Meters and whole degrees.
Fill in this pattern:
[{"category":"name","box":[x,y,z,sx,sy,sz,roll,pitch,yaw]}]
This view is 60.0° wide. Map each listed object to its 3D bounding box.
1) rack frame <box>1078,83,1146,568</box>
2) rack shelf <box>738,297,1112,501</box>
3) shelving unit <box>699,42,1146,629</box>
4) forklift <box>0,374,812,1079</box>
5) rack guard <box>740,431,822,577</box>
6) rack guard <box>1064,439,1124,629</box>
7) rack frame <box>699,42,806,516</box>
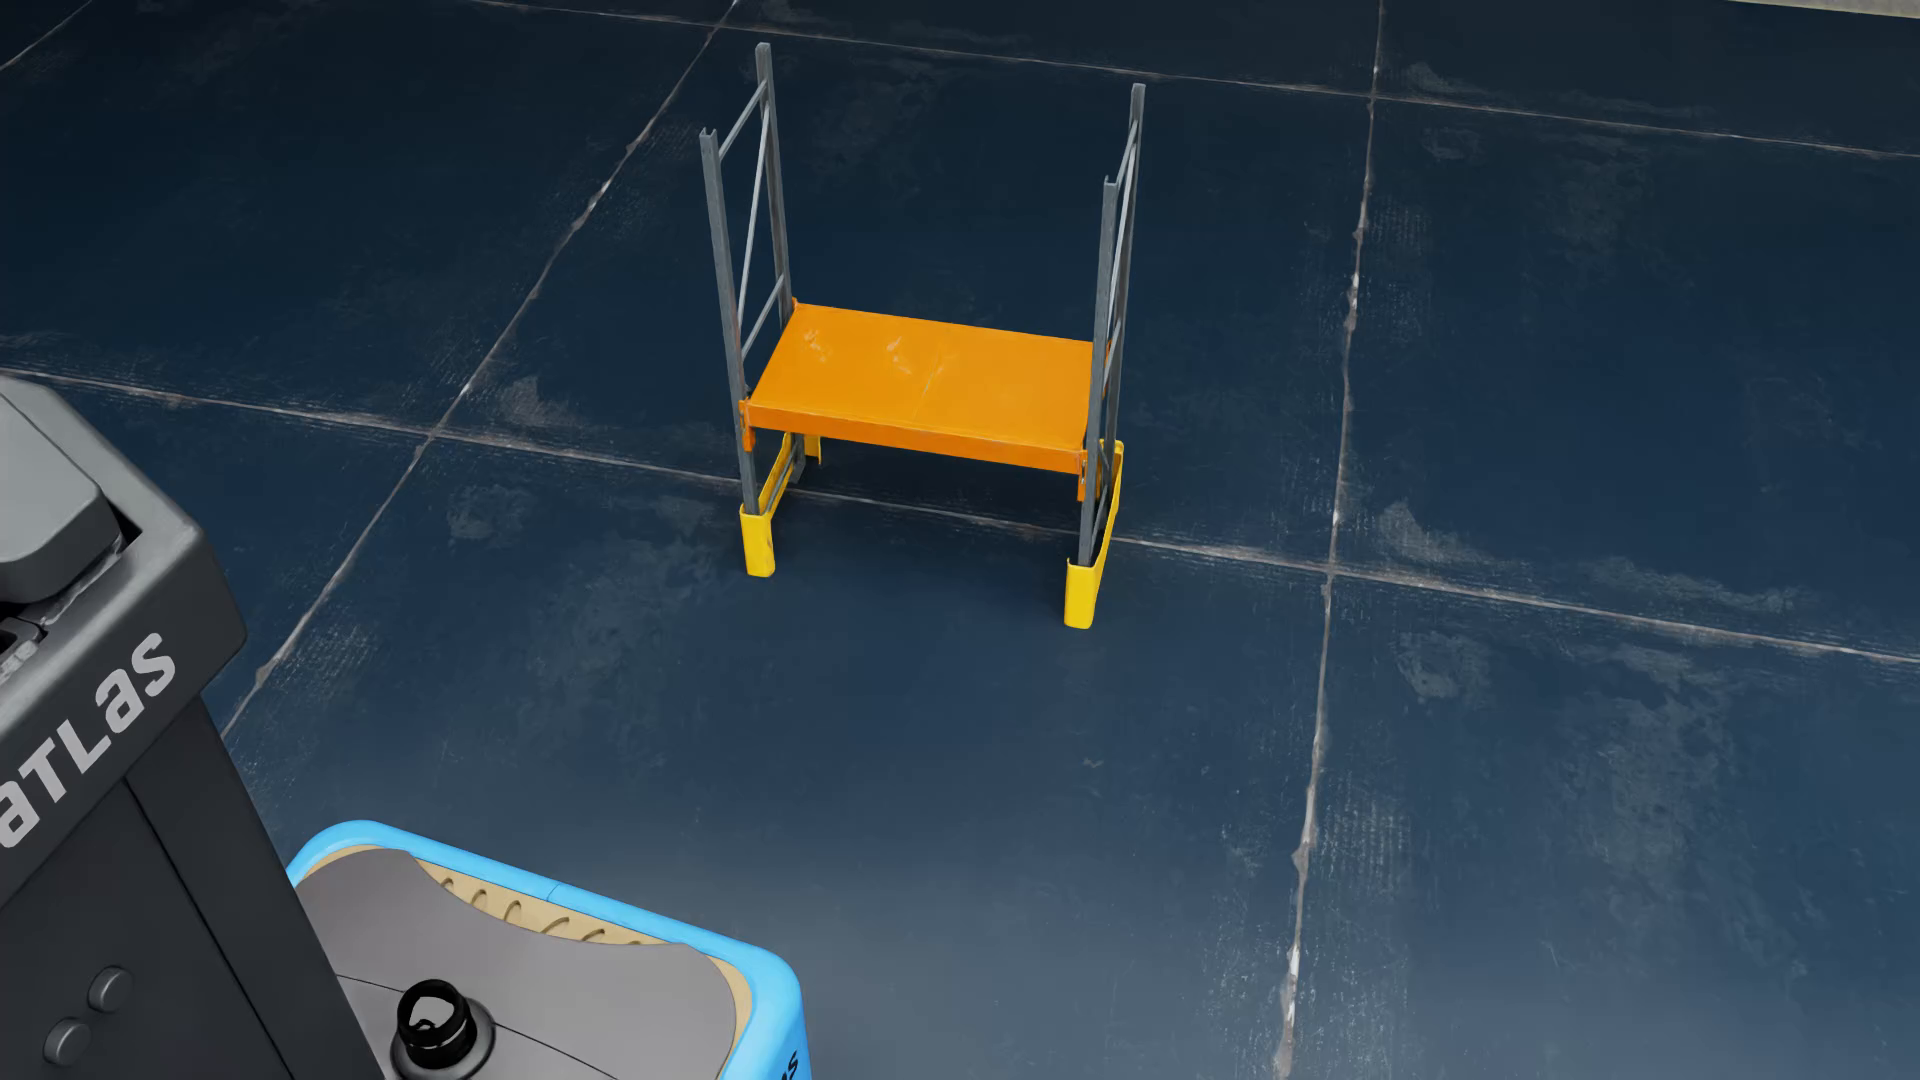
[{"category":"rack frame","box":[0.413,-0.476,4.663,0.032,1.500,0.500,9,45,9]},{"category":"rack shelf","box":[-0.083,-0.424,4.868,1.000,0.185,0.538,9,45,9]},{"category":"shelving unit","box":[-0.074,-0.552,4.742,1.083,1.500,0.587,9,45,9]},{"category":"forklift","box":[-1.248,1.308,1.777,1.130,2.935,3.031,14,46,14]},{"category":"rack guard","box":[-0.560,-0.177,5.254,0.087,0.250,0.587,9,45,9]},{"category":"rack guard","box":[0.412,-0.026,5.097,0.087,0.250,0.587,9,45,9]},{"category":"rack frame","box":[-0.579,-0.630,4.823,0.032,1.500,0.500,9,45,9]}]
